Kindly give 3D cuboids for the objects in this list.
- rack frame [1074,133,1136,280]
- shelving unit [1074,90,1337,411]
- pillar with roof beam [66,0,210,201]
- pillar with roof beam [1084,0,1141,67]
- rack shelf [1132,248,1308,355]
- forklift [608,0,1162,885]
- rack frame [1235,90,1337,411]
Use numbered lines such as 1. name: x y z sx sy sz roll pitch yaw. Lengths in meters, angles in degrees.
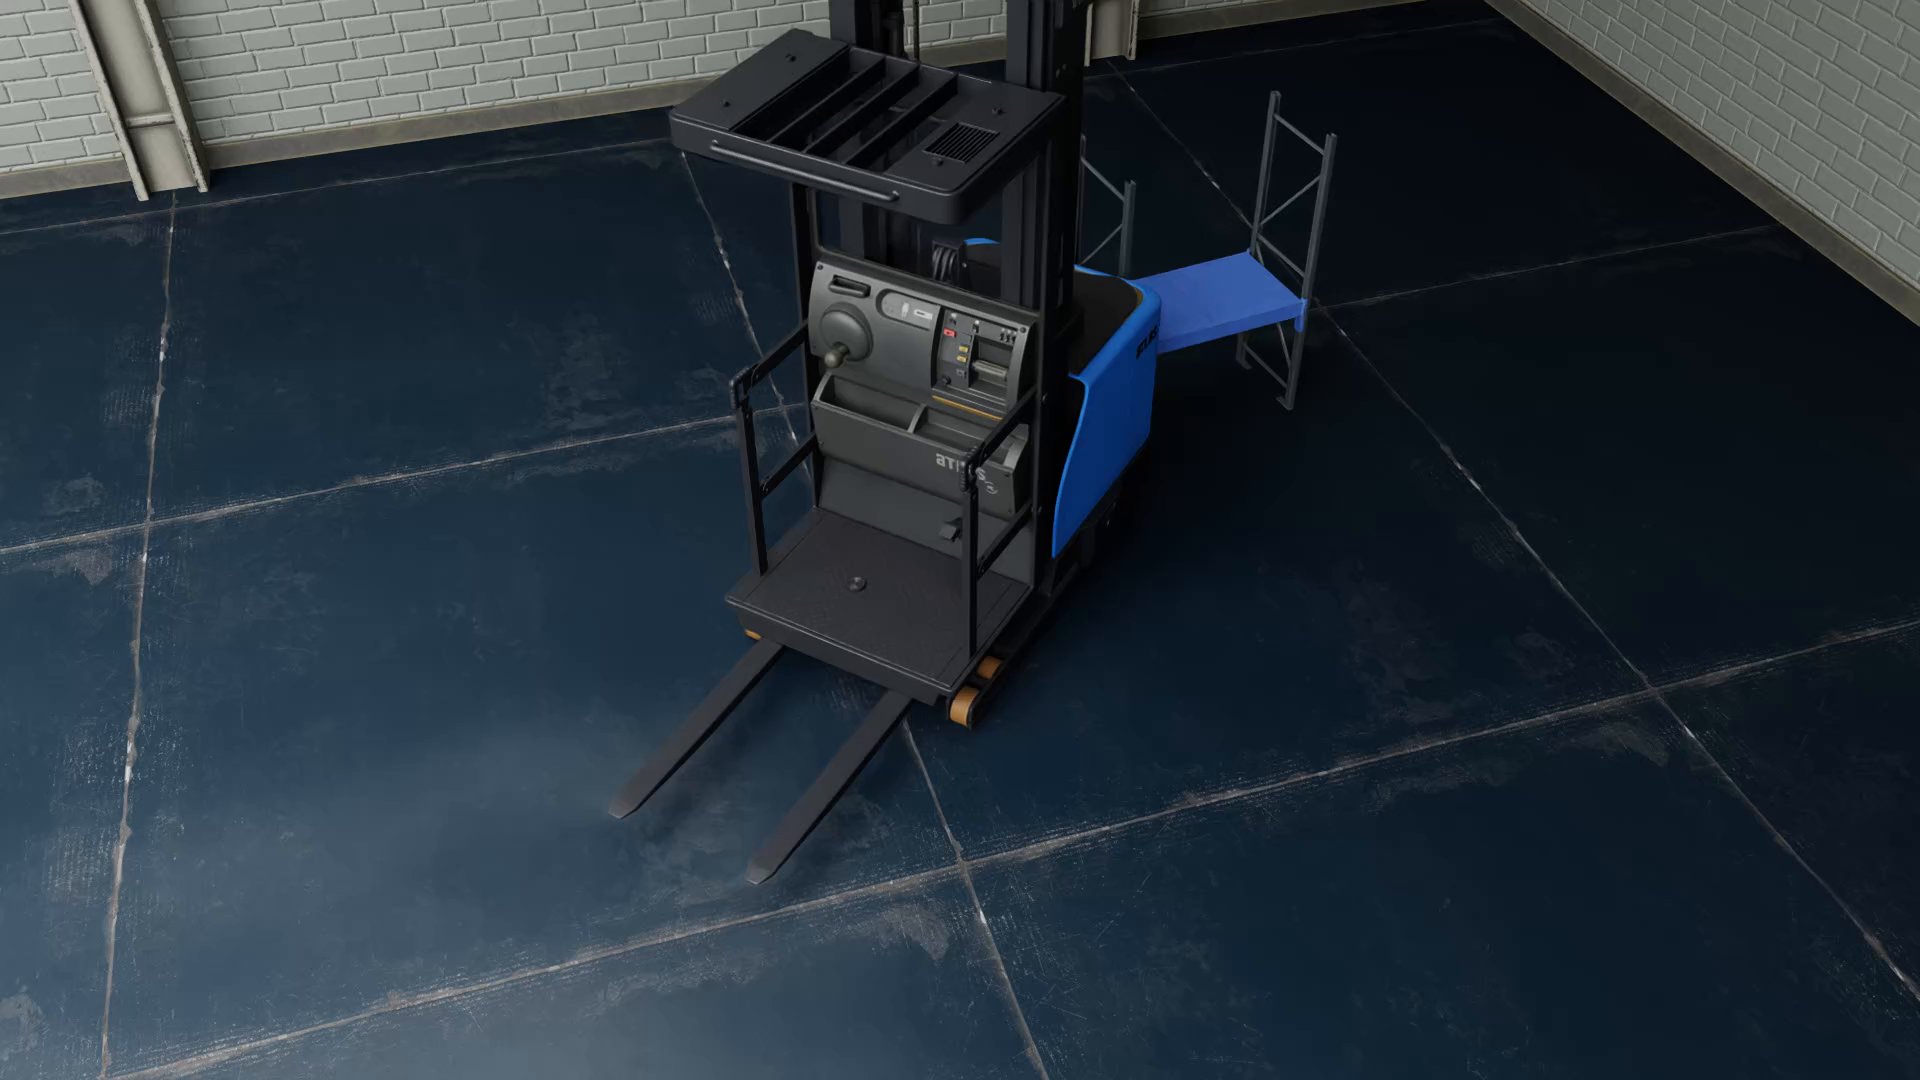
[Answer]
1. rack frame: 0.631 -1.089 7.707 0.032 1.500 0.500 -17 44 -18
2. shelving unit: 1.093 -1.228 7.865 1.048 1.500 0.538 -17 44 -18
3. pillar with roof beam: -3.459 -2.844 4.016 0.400 9.000 9.100 -12 42 -13
4. pillar with roof beam: 2.264 -4.030 5.373 0.400 9.000 9.100 -12 42 -13
5. rack shelf: 1.093 -1.093 7.984 1.000 0.185 0.538 -17 44 -18
6. forklift: -0.267 -0.695 6.167 1.130 2.935 3.031 20 45 22
7. rack frame: 1.556 -1.367 8.024 0.032 1.500 0.500 -17 44 -18
